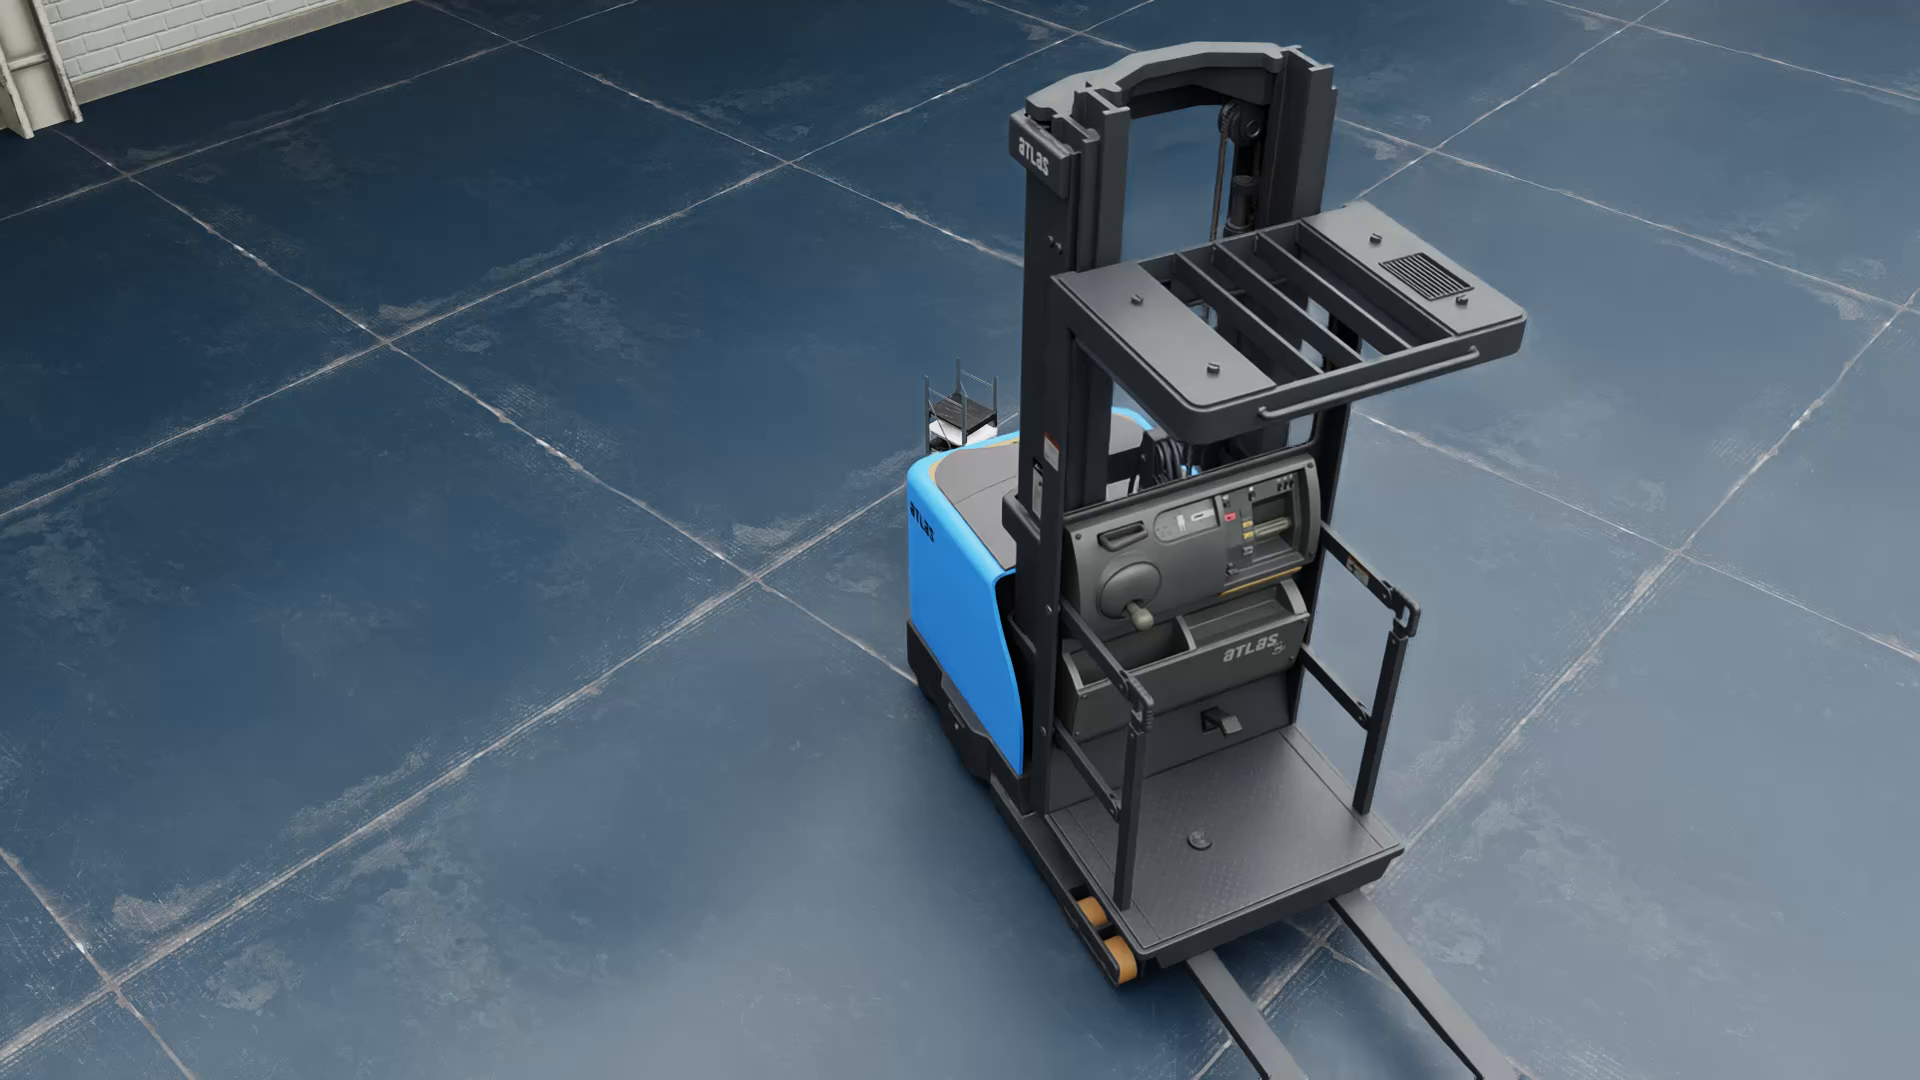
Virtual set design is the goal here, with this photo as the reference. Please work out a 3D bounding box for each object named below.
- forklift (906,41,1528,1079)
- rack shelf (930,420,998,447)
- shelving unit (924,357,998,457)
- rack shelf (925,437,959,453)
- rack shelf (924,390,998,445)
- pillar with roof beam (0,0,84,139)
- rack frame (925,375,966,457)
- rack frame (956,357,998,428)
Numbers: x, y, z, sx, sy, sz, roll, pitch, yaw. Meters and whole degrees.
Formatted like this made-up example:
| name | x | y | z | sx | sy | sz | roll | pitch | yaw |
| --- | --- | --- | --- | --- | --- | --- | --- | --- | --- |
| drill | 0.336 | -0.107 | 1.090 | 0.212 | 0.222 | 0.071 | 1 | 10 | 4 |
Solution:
| name | x | y | z | sx | sy | sz | roll | pitch | yaw |
| --- | --- | --- | --- | --- | --- | --- | --- | --- | --- |
| forklift | 0.874 | 0.085 | 5.288 | 1.130 | 2.935 | 3.031 | -17 | 41 | -20 |
| rack shelf | 0.005 | -0.471 | 7.383 | 0.258 | 0.077 | 0.200 | 30 | 47 | 32 |
| shelving unit | 0.005 | -0.356 | 7.475 | 0.258 | 0.900 | 0.210 | 30 | 47 | 32 |
| rack shelf | 0.005 | -0.400 | 7.439 | 0.258 | 0.077 | 0.200 | 30 | 47 | 32 |
| rack shelf | 0.005 | -0.541 | 7.327 | 0.258 | 0.077 | 0.200 | 30 | 47 | 32 |
| pillar with roof beam | -3.050 | -4.553 | 6.246 | 9.100 | 9.000 | 0.400 | 30 | 47 | 32 |
| rack frame | -0.063 | -0.309 | 7.416 | 0.240 | 0.900 | 0.006 | 30 | 47 | 32 |
| rack frame | 0.074 | -0.403 | 7.533 | 0.240 | 0.900 | 0.006 | 30 | 47 | 32 |
